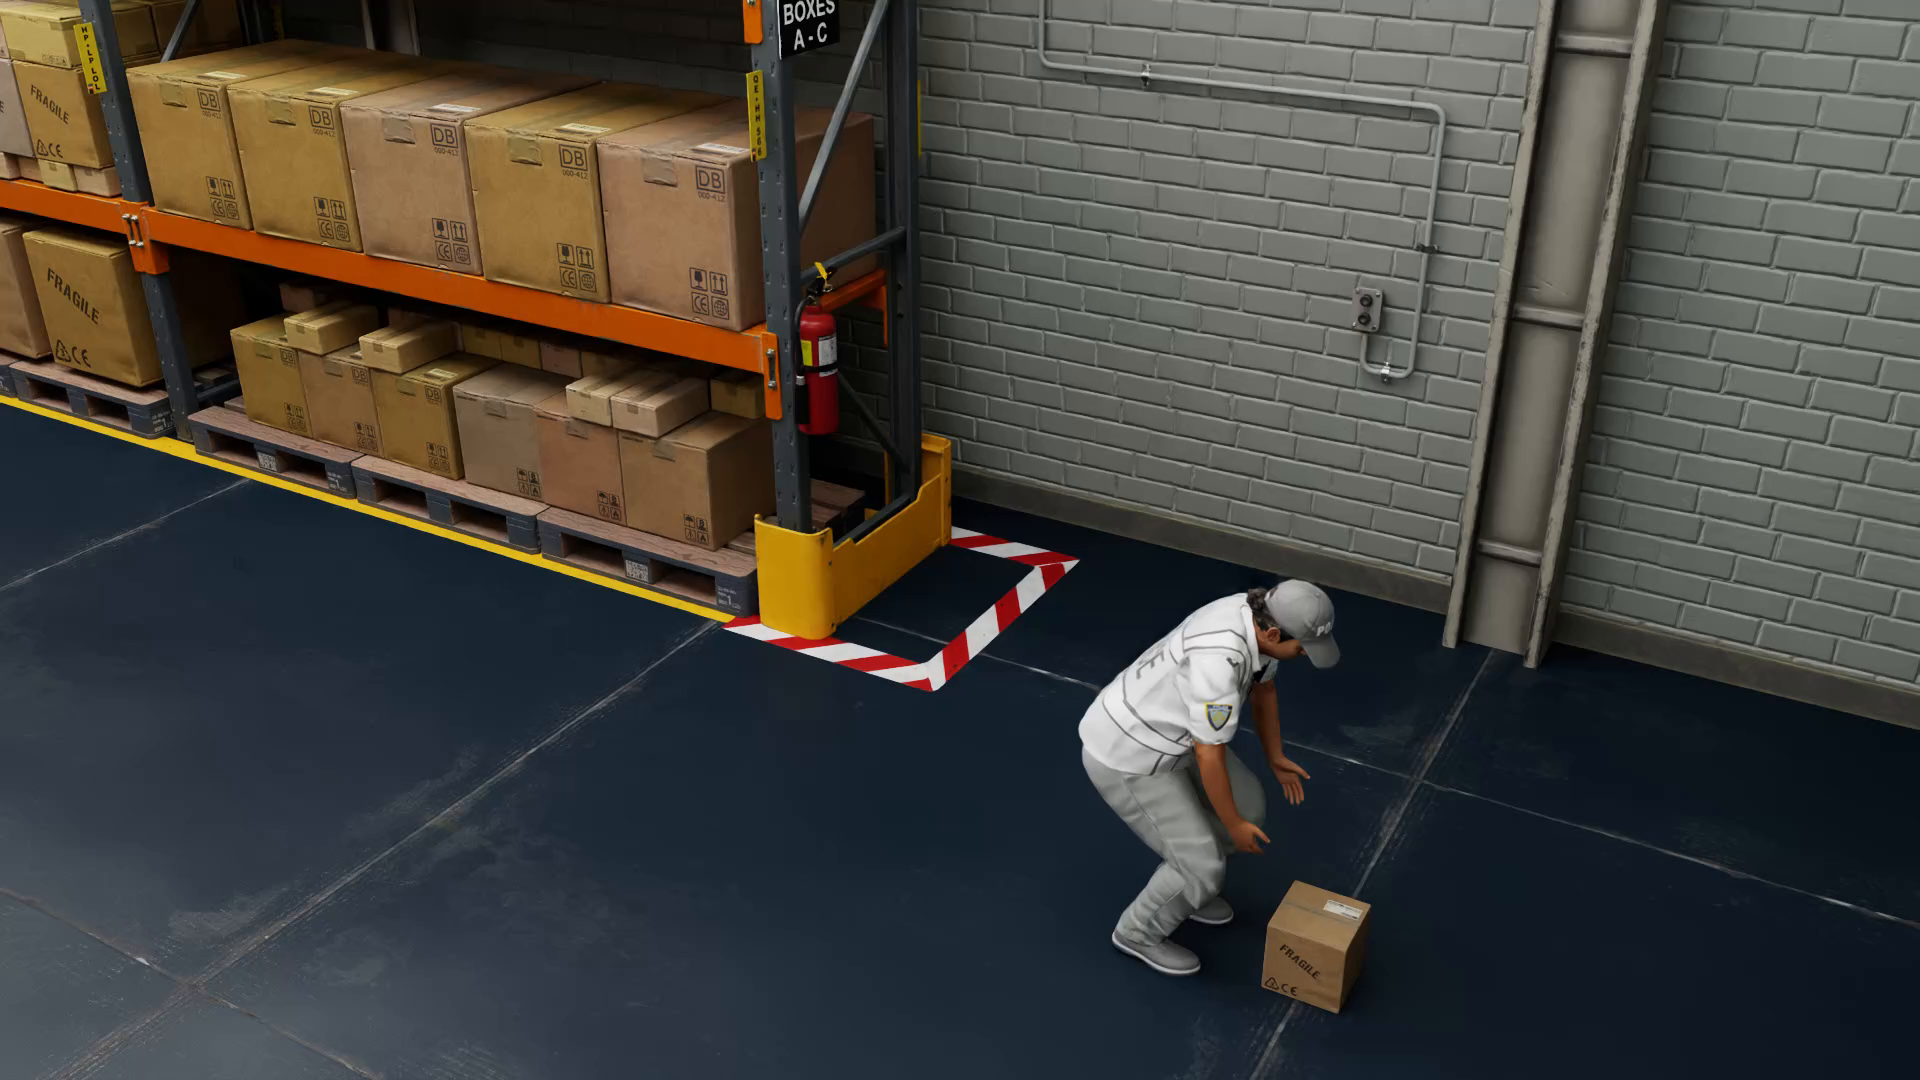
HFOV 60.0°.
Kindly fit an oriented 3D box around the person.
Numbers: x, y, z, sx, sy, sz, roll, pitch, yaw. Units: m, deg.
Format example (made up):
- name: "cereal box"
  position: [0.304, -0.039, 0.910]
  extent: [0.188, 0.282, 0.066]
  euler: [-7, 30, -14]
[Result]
- name: "person"
  position: [0.756, 0.675, 5.131]
  extent: [0.745, 1.351, 0.536]
  euler: [14, 30, 26]
